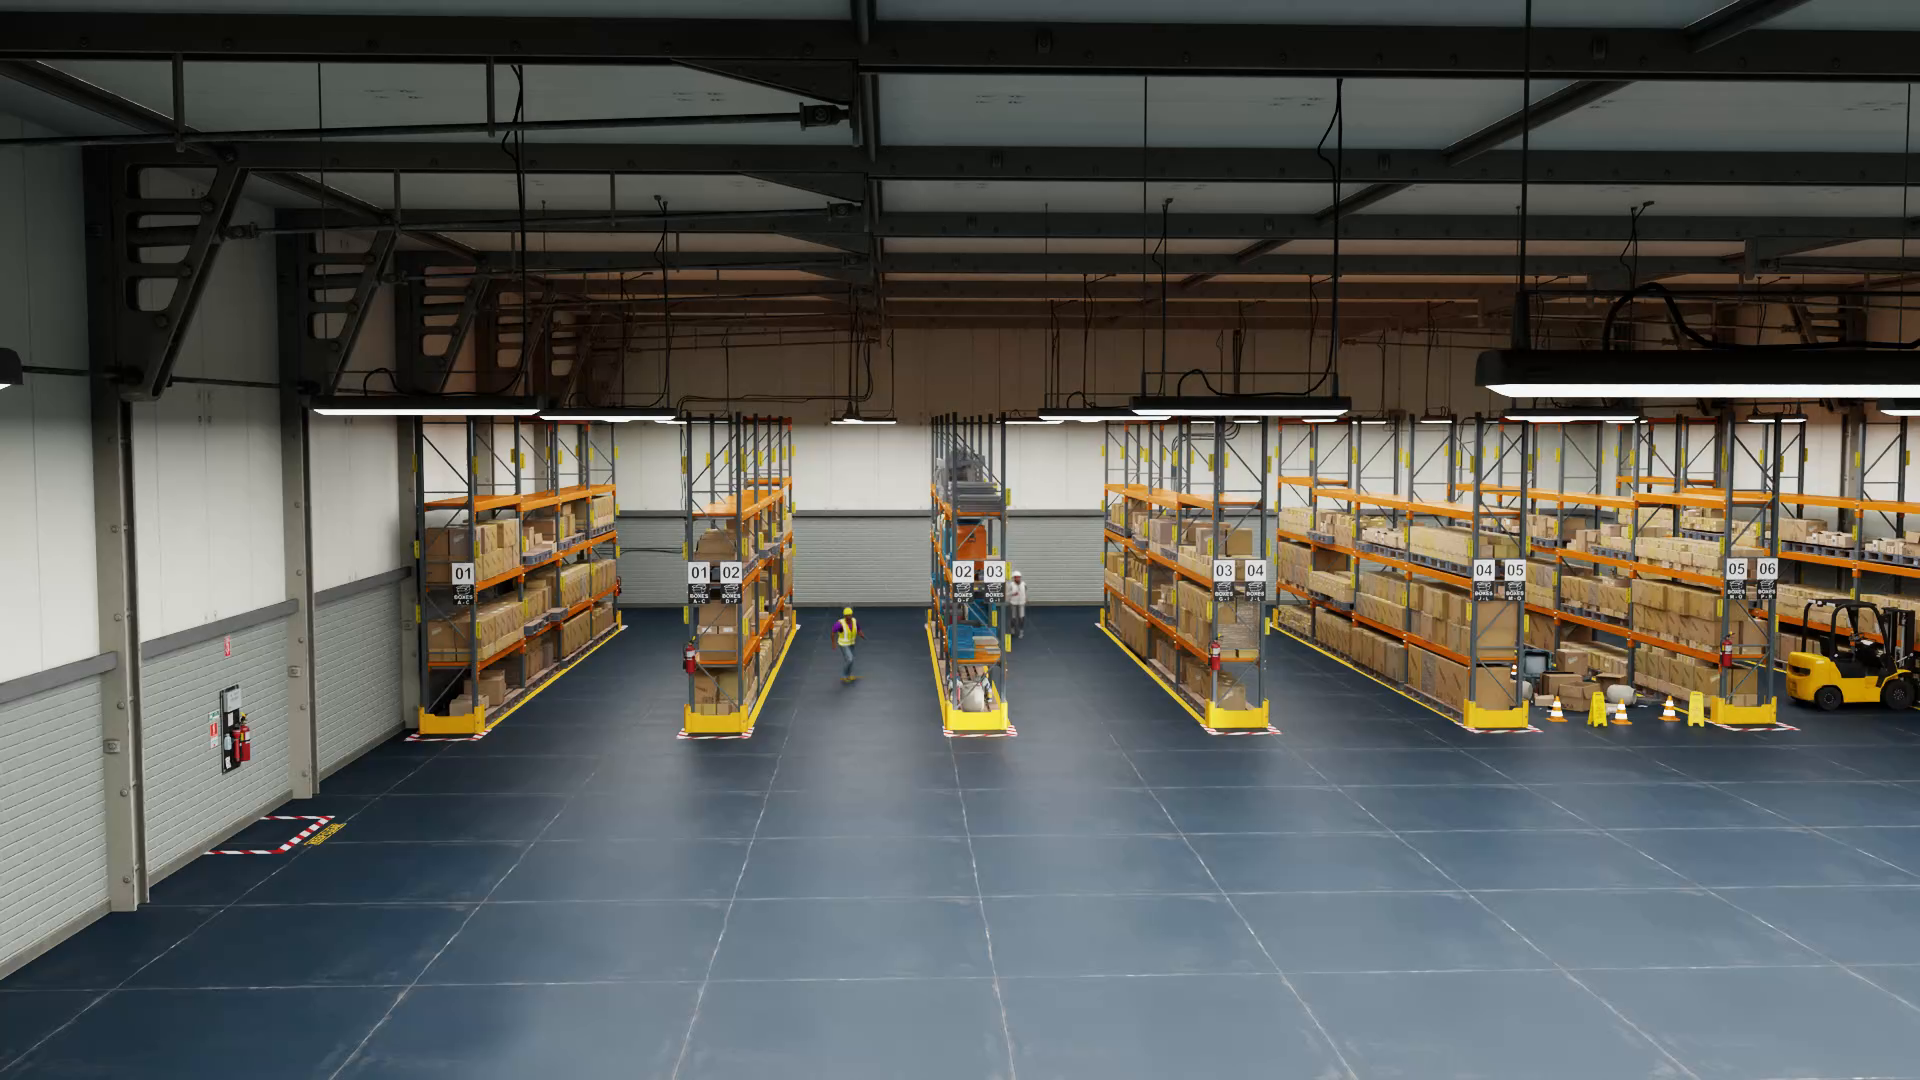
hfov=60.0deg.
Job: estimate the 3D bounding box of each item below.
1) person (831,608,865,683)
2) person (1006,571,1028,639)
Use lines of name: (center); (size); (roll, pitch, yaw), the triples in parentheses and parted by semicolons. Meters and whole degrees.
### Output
person: (-2.487, 2.368, 37.327); (0.824, 1.724, 0.689); (3, 5, 41)
person: (1.551, 1.753, 45.219); (0.634, 1.827, 0.866); (0, 4, -7)
